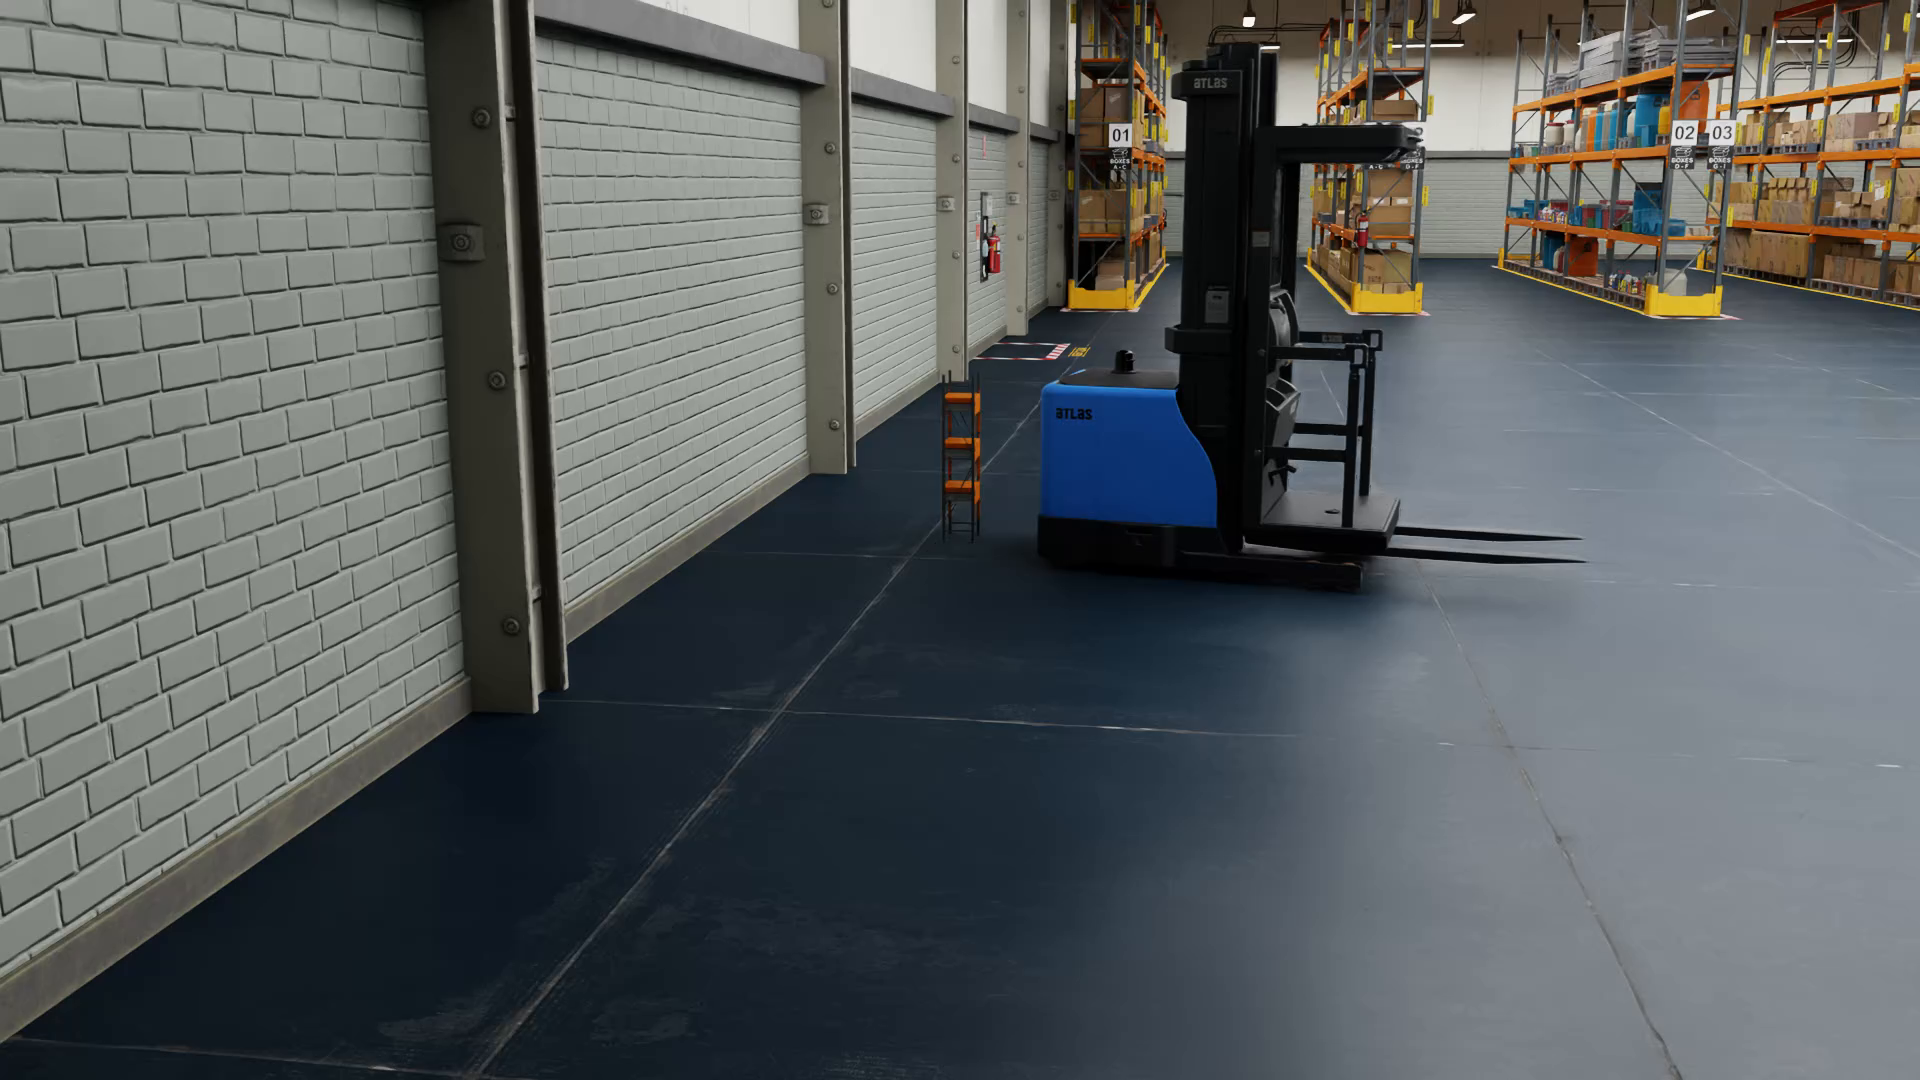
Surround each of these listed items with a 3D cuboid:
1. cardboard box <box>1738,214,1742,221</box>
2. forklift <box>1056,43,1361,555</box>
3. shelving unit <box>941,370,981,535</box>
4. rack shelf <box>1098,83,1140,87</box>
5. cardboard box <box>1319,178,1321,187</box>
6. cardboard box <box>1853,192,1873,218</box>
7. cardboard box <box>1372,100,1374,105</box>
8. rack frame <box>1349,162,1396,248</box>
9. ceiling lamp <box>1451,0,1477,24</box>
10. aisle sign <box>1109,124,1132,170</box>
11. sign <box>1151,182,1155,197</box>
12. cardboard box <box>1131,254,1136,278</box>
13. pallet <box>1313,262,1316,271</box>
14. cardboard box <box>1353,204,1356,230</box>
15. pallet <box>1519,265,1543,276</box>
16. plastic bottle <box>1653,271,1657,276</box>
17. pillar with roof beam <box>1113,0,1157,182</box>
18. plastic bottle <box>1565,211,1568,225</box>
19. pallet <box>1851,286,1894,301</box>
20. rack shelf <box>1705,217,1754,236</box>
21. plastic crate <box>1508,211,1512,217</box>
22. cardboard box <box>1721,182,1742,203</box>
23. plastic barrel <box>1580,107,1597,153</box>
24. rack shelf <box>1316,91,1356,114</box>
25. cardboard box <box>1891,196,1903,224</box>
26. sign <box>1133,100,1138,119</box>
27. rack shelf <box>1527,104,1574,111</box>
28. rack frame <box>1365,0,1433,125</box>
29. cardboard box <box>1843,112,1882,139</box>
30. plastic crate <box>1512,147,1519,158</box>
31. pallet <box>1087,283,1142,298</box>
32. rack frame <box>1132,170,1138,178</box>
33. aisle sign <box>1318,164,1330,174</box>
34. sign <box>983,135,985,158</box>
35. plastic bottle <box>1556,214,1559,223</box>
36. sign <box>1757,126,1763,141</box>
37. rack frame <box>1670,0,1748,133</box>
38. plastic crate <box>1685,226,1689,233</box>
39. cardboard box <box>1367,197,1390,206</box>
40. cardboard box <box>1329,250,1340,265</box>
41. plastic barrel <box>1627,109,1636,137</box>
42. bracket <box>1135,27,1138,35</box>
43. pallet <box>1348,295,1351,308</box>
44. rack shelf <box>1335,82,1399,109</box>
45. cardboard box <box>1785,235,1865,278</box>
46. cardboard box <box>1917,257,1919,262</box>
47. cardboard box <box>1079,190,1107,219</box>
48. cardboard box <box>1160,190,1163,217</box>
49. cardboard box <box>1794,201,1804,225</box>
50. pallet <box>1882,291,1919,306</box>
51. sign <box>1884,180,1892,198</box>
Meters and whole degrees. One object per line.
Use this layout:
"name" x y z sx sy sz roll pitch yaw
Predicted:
"cardboard box" 18.876 -7.724 39.812 0.380 0.149 0.250 2 12 10
"forklift" 18.897 -5.240 27.318 23.390 3.159 46.598 4 13 18
"shelving unit" 0.008 -0.525 10.436 0.215 1.050 0.249 2 12 9
"rack shelf" 3.428 -9.361 34.593 0.919 0.052 3.809 2 12 9
"cardboard box" 9.144 -8.692 41.097 0.500 0.500 0.500 2 12 8
"cardboard box" 17.979 -6.567 32.603 0.797 0.503 0.637 3 13 14
"cardboard box" 8.150 -8.361 32.629 0.500 0.500 0.500 2 12 9
"rack frame" 8.013 -6.269 32.463 0.949 2.616 0.053 2 12 9
"ceiling lamp" 11.788 -13.458 37.727 0.800 3.185 2.000 2 12 9
"aisle sign" 2.791 -6.842 28.952 0.394 0.787 0.004 2 12 9
"sign" 4.274 -7.773 36.881 0.100 0.325 0.005 2 12 9
"cardboard box" 3.366 -5.790 35.128 0.700 0.500 0.500 2 12 9
"pallet" 9.538 -6.969 42.329 1.003 0.211 1.213 2 12 9
"cardboard box" 7.954 -6.225 32.023 0.700 0.500 0.500 2 12 7
"pallet" 14.215 -6.564 40.452 1.003 0.211 1.213 2 12 9
"plastic bottle" 13.096 -4.884 31.282 0.144 0.351 0.185 2 12 7
"pillar with roof beam" 8.781 -12.310 46.254 9.100 9.000 0.548 2 12 9
"plastic bottle" 13.166 -6.981 36.045 0.061 0.283 0.133 2 12 9
"pallet" 17.922 -4.746 32.016 1.003 0.211 1.213 2 12 9
"rack shelf" 19.342 -7.677 40.705 1.077 0.370 4.000 2 12 9
"plastic crate" 14.261 -8.401 42.841 0.250 0.136 0.298 2 12 9
"cardboard box" 19.158 -8.581 41.059 0.500 0.500 0.500 2 12 7
"plastic barrel" 13.184 -8.488 34.449 0.600 0.901 0.600 0 12 0
"rack shelf" 9.554 -10.930 41.566 1.077 0.370 4.000 2 12 9
"cardboard box" 17.674 -6.050 30.502 0.875 0.500 0.500 2 12 9
"sign" 3.042 -7.472 28.851 0.100 0.325 0.005 2 12 9
"rack shelf" 14.448 -10.645 40.844 0.831 0.071 3.687 2 12 9
"rack frame" 7.401 -8.369 27.967 1.000 3.000 0.127 2 12 9
"cardboard box" 17.941 -8.240 33.063 0.500 0.500 0.500 2 12 7
"plastic crate" 14.421 -9.937 42.673 0.497 0.269 0.590 2 12 9
"pallet" 3.052 -4.925 32.844 1.003 0.211 1.213 2 12 9
"rack frame" 18.426 -8.246 34.518 30.676 5.616 16.049 2 12 9
"aisle sign" 9.582 -10.062 43.890 0.394 0.787 0.004 2 12 9
"sign" 0.318 -5.142 21.732 0.001 0.298 0.199 2 12 9
"plastic bottle" 13.342 -7.155 37.044 0.097 0.201 0.097 0 12 0
"sign" 18.486 -9.388 38.400 0.100 0.325 0.005 2 12 9
"rack frame" 12.295 -8.208 27.219 1.000 3.000 0.127 2 12 9
"plastic crate" 12.910 -5.633 30.136 0.530 0.136 0.437 2 12 9
"cardboard box" 7.271 -5.888 28.918 0.380 0.149 0.250 2 12 8
"cardboard box" 8.260 -6.137 36.051 0.500 0.311 0.500 2 12 11
"plastic barrel" 12.650 -7.751 30.956 0.421 0.512 0.421 0 12 0
"bracket" 4.814 -14.111 46.068 0.235 0.232 0.430 2 12 9
"pallet" 15.141 -4.293 29.913 16.062 0.211 4.128 2 12 9
"rack shelf" 8.324 -9.071 33.880 1.077 0.370 4.000 2 12 9
"cardboard box" 18.546 -6.090 35.676 1.225 0.875 0.875 1 12 6
"cardboard box" 24.138 -6.976 41.516 0.380 0.149 0.250 2 12 10
"cardboard box" 2.368 -6.004 29.762 0.500 0.500 0.500 2 12 8
"cardboard box" 4.797 -8.815 43.565 0.980 0.700 0.700 2 12 8
"cardboard box" 18.333 -7.043 35.818 0.500 0.500 0.500 2 12 8
"pallet" 17.736 -4.443 30.609 1.003 0.211 1.213 2 12 9
"sign" 17.255 -6.531 30.928 0.100 0.325 0.005 2 12 9
